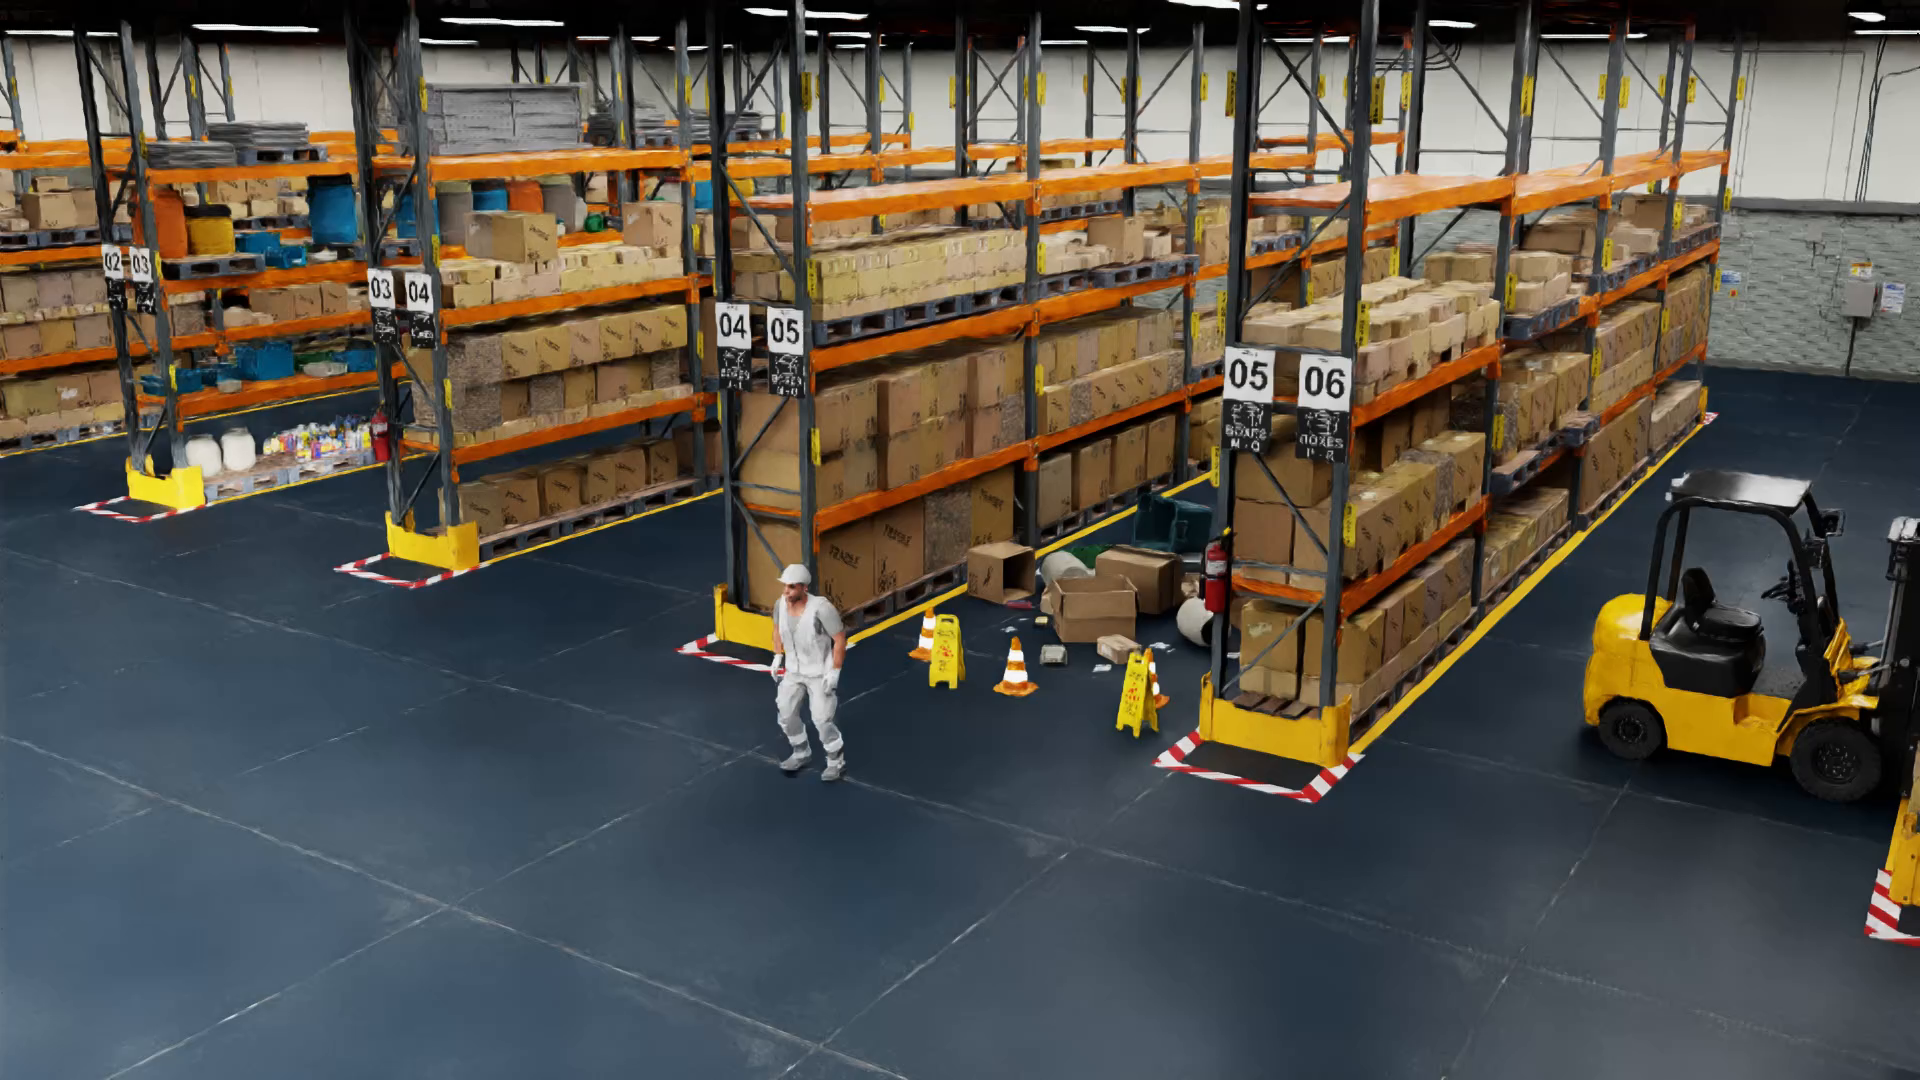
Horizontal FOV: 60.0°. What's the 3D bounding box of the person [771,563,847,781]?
[{"bbox_3d":[-1.148,0.986,12.464,0.677,1.742,0.551,9,18,30],"label":"person"}]
